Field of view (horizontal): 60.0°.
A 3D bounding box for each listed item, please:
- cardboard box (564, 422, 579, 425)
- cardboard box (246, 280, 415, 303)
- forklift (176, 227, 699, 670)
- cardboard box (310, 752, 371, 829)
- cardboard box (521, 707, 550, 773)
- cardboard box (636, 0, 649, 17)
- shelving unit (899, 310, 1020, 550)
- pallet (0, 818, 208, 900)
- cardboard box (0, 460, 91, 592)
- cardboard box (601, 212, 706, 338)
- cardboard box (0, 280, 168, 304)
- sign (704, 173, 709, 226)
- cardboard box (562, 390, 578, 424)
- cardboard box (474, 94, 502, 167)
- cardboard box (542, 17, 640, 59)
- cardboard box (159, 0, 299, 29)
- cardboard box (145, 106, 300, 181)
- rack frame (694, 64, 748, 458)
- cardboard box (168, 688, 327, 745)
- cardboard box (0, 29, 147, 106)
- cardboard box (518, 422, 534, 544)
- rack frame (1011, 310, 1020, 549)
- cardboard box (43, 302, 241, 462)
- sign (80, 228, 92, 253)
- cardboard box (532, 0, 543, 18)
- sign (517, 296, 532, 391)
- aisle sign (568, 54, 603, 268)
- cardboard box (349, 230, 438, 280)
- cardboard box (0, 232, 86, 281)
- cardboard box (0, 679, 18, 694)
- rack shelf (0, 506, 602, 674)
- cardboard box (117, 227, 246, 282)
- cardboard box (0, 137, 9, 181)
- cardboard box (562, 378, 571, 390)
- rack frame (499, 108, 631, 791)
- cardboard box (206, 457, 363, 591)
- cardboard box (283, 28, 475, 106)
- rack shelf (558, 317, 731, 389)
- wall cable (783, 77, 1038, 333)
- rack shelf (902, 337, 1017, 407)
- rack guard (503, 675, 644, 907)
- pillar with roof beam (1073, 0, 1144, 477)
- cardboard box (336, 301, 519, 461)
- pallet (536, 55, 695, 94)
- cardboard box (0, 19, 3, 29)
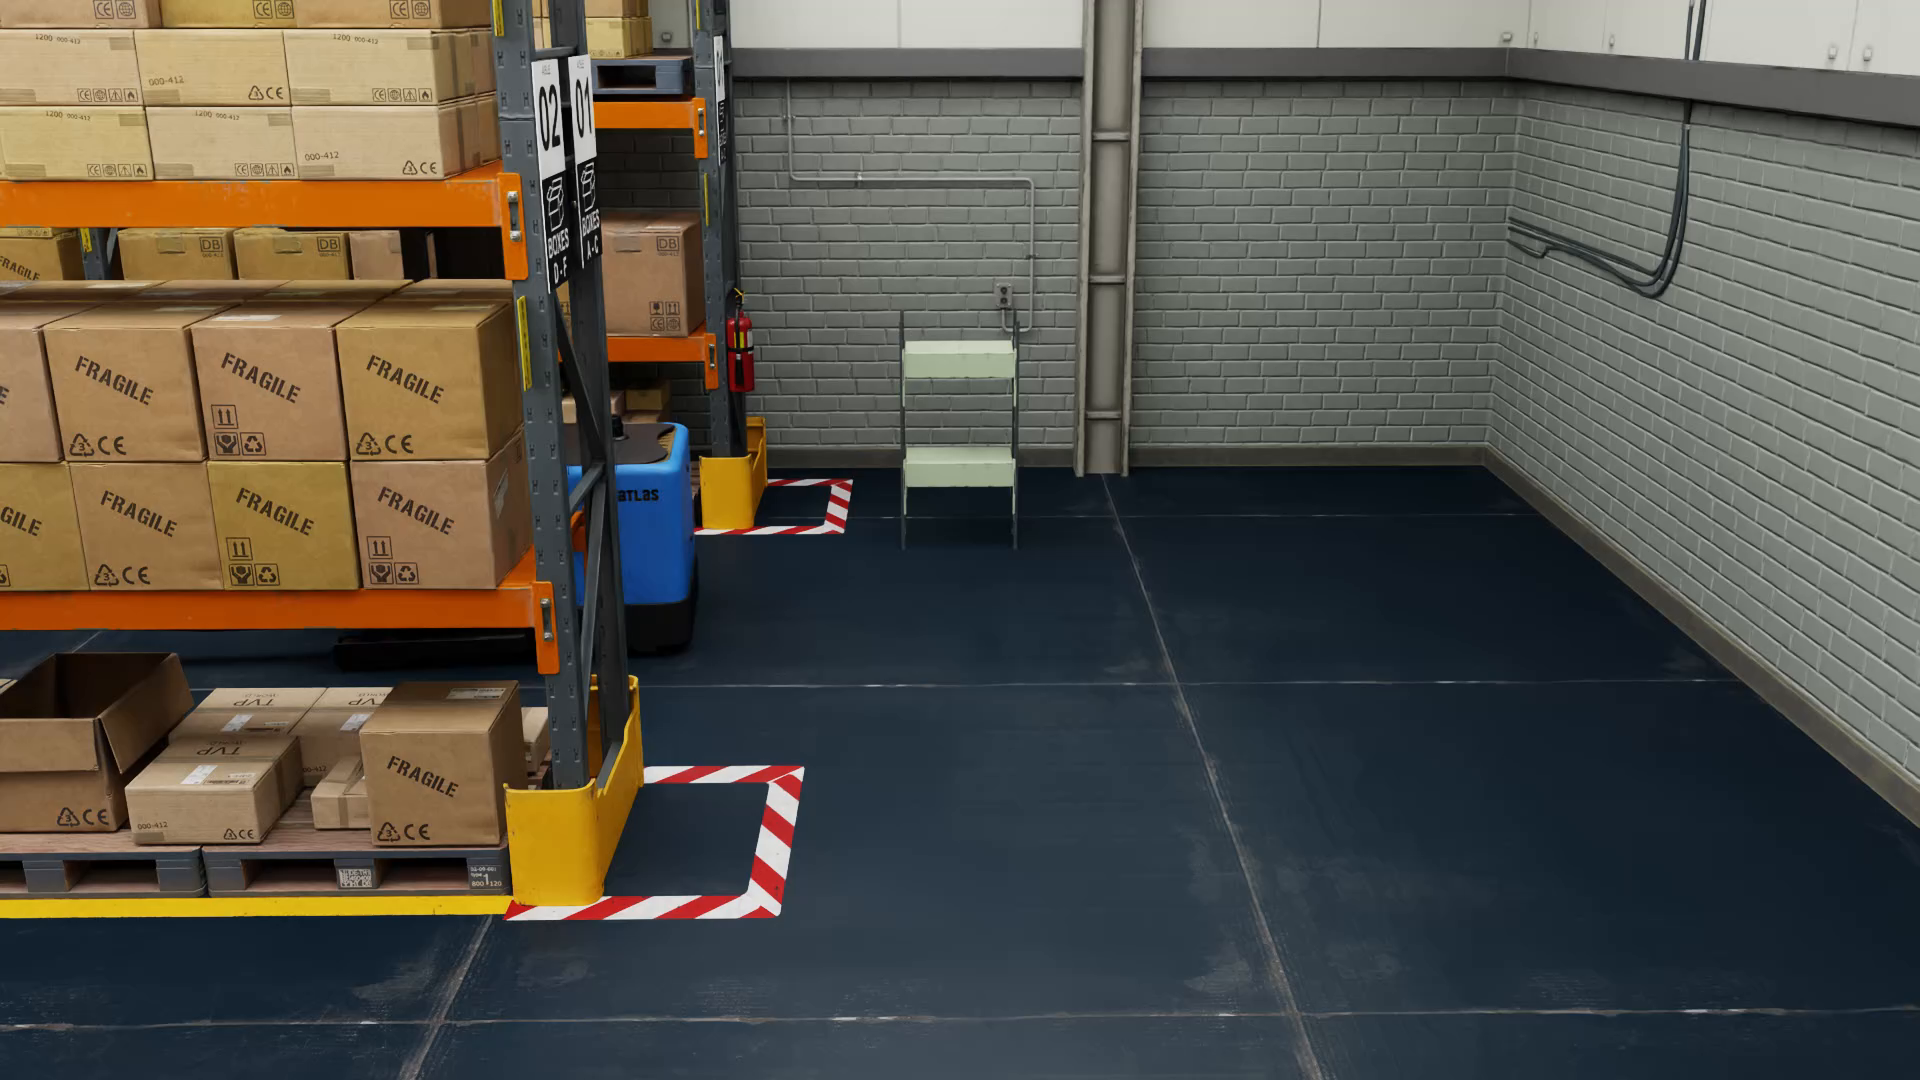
[{"bbox_3d":[-2.812,-0.651,11.570,0.500,0.500,0.700,0,18,-1],"label":"cardboard box"},{"bbox_3d":[-2.502,-0.762,6.711,0.500,0.500,0.500,0,18,0],"label":"cardboard box"},{"bbox_3d":[-3.025,-0.872,8.967,3.031,2.935,1.130,-2,18,-6],"label":"forklift"},{"bbox_3d":[-2.478,1.027,6.852,0.250,0.166,0.380,0,18,-1],"label":"cardboard box"},{"bbox_3d":[-1.956,0.881,7.339,0.250,0.149,0.380,0,18,-1],"label":"cardboard box"},{"bbox_3d":[-2.347,-3.709,10.956,0.500,0.500,0.500,-1,18,-3],"label":"cardboard box"},{"bbox_3d":[-0.007,-0.714,10.818,0.755,1.500,0.431,0,18,-1],"label":"shelving unit"},{"bbox_3d":[-3.622,1.173,7.046,1.213,0.211,1.003,0,18,-1],"label":"pallet"},{"bbox_3d":[-3.497,-0.120,6.348,0.500,0.500,0.500,-1,18,-2],"label":"cardboard box"},{"bbox_3d":[-2.123,-1.815,11.303,0.700,0.700,0.980,1,18,2],"label":"cardboard box"},{"bbox_3d":[-3.510,-0.758,6.700,0.500,0.500,0.500,0,18,-1],"label":"cardboard box"},{"bbox_3d":[-1.619,-2.176,10.636,0.005,0.325,0.100,0,18,-1],"label":"sign"},{"bbox_3d":[-2.693,-0.904,11.299,0.250,0.149,0.380,0,18,1],"label":"cardboard box"},{"bbox_3d":[-2.049,-1.597,6.449,0.500,0.250,0.500,0,18,-1],"label":"cardboard box"},{"bbox_3d":[-2.342,-3.197,10.588,0.500,0.250,0.500,0,18,1],"label":"cardboard box"},{"bbox_3d":[-2.546,-2.133,6.073,0.500,0.500,0.700,0,18,-1],"label":"cardboard box"},{"bbox_3d":[-2.541,-1.439,5.959,0.500,0.250,0.500,0,18,-1],"label":"cardboard box"},{"bbox_3d":[-1.614,-1.677,11.366,0.127,3.000,1.000,0,18,-1],"label":"rack frame"},{"bbox_3d":[-3.080,0.856,7.249,0.500,0.250,0.500,0,18,-1],"label":"cardboard box"},{"bbox_3d":[-3.041,-1.675,5.876,0.500,0.250,0.500,0,18,-1],"label":"cardboard box"},{"bbox_3d":[-1.980,-0.291,6.879,0.500,0.500,0.500,0,18,0],"label":"cardboard box"},{"bbox_3d":[0.359,-0.716,10.824,0.023,1.500,0.400,0,18,-1],"label":"rack frame"},{"bbox_3d":[-2.996,-0.595,6.193,0.500,0.500,0.500,0,18,1],"label":"cardboard box"},{"bbox_3d":[-5.595,-2.006,10.625,0.005,0.325,0.100,0,18,-1],"label":"sign"},{"bbox_3d":[-2.842,-3.553,10.469,0.500,0.500,0.500,0,18,1],"label":"cardboard box"},{"bbox_3d":[-1.543,-0.697,5.896,0.005,0.325,0.100,0,18,-1],"label":"sign"},{"bbox_3d":[-1.468,-1.492,6.533,0.004,0.787,0.394,0,18,-1],"label":"aisle sign"},{"bbox_3d":[-3.613,-1.807,11.279,0.700,0.700,0.980,-1,18,-4],"label":"cardboard box"},{"bbox_3d":[-6.071,-1.778,10.995,0.500,0.500,0.500,-1,18,-2],"label":"cardboard box"},{"bbox_3d":[-4.216,0.833,7.223,0.500,0.311,0.500,0,18,-1],"label":"cardboard box"},{"bbox_3d":[-3.531,0.188,6.730,4.000,0.370,1.077,0,18,-1],"label":"rack shelf"},{"bbox_3d":[-5.070,-1.799,11.253,0.700,0.700,0.980,0,18,0],"label":"cardboard box"},{"bbox_3d":[-3.541,-1.435,5.947,0.500,0.250,0.500,0,18,-1],"label":"cardboard box"},{"bbox_3d":[-2.697,-1.021,11.663,0.250,0.149,0.380,0,18,-1],"label":"cardboard box"},{"bbox_3d":[-1.532,-0.165,6.650,0.127,3.000,1.000,0,18,-1],"label":"rack frame"},{"bbox_3d":[-2.494,-0.123,6.358,0.500,0.500,0.500,0,18,0],"label":"cardboard box"},{"bbox_3d":[-2.041,-1.679,5.888,0.500,0.250,0.500,0,18,-1],"label":"cardboard box"},{"bbox_3d":[-3.613,-1.325,11.446,4.000,0.370,1.077,0,18,-1],"label":"rack shelf"},{"bbox_3d":[-0.348,-2.456,12.131,1.851,1.984,0.084,0,18,-1],"label":"wall cable"},{"bbox_3d":[-0.007,-1.086,10.699,0.720,0.370,0.431,0,18,-1],"label":"rack shelf"},{"bbox_3d":[-1.608,1.026,7.030,0.348,0.500,1.175,0,18,-1],"label":"rack guard"},{"bbox_3d":[1.140,-3.496,7.215,0.400,9.000,9.100,0,18,-1],"label":"pillar with roof beam"},{"bbox_3d":[-1.972,-0.602,6.213,0.500,0.500,0.500,0,18,-1],"label":"cardboard box"},{"bbox_3d":[-2.355,-3.057,10.900,1.213,0.211,1.003,0,18,-1],"label":"pallet"},{"bbox_3d":[-3.546,-2.124,6.045,0.500,0.500,0.700,0,18,-1],"label":"cardboard box"}]
